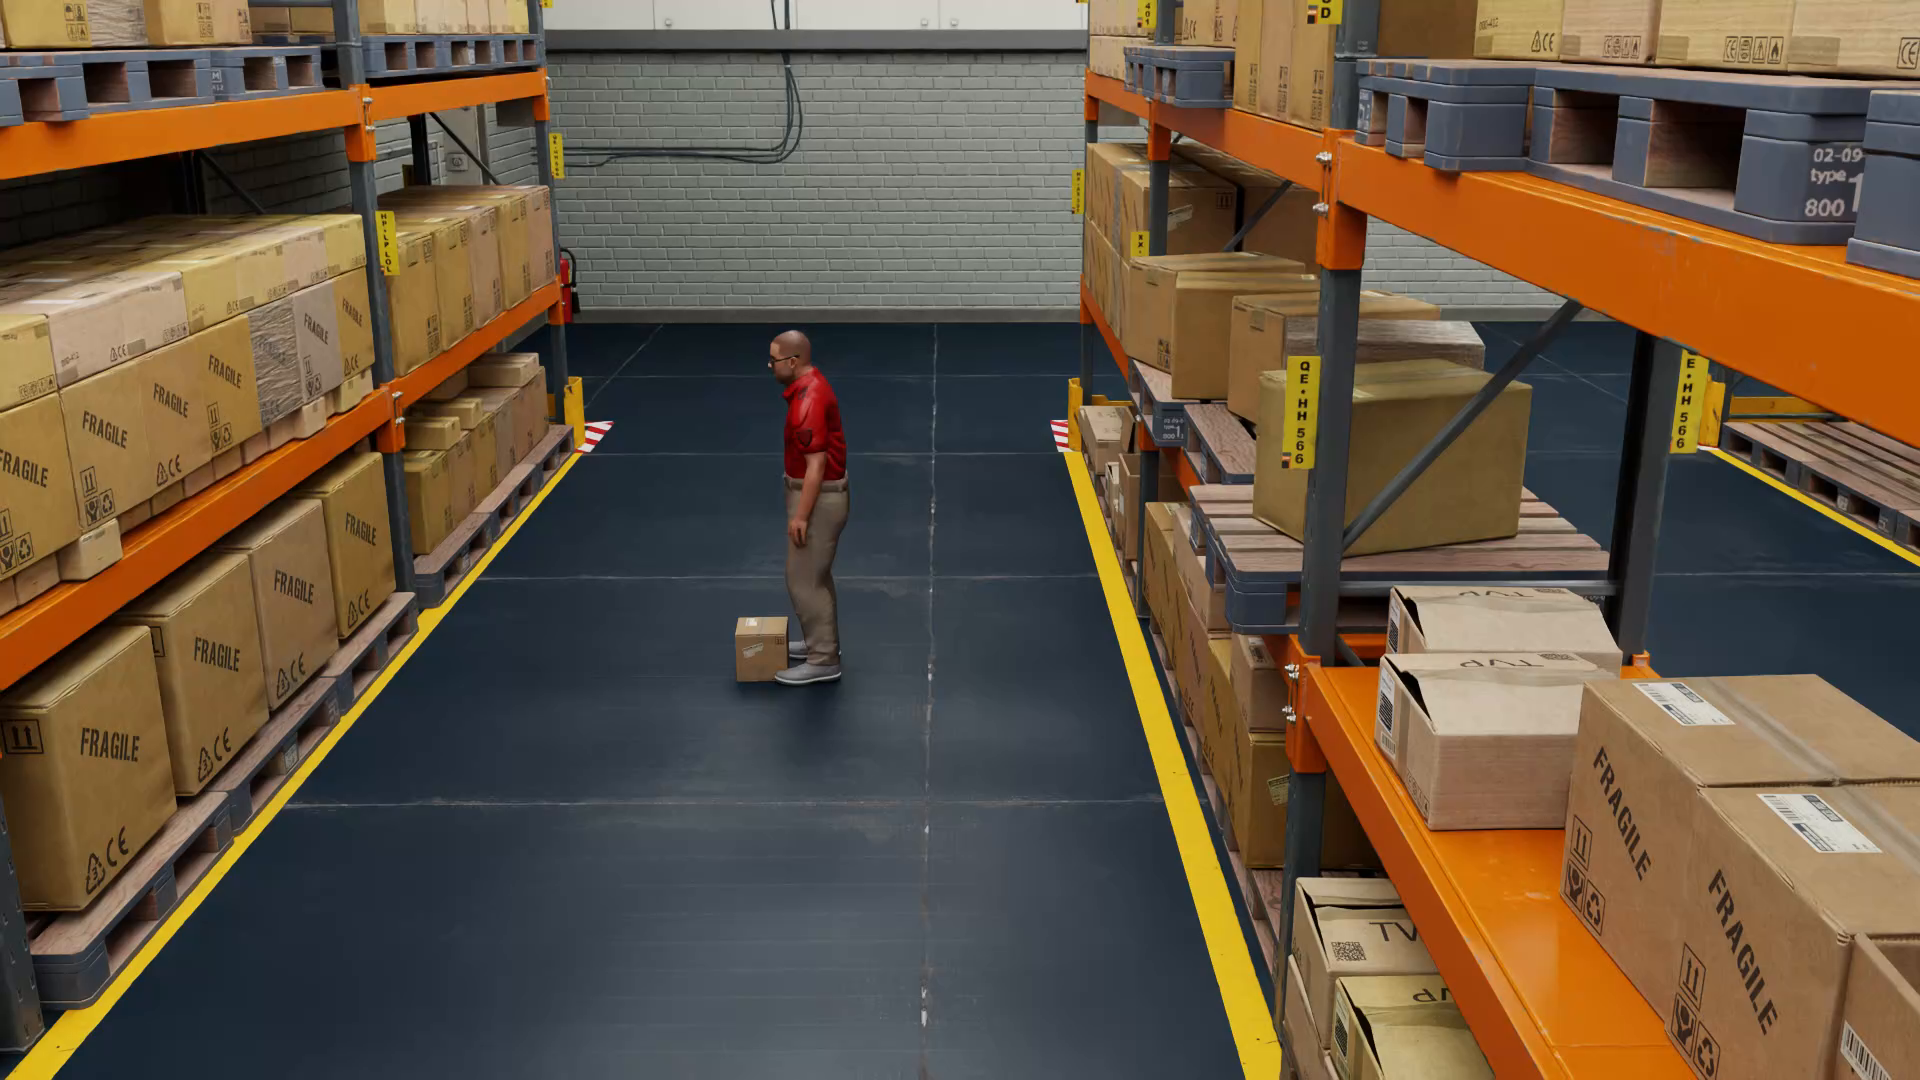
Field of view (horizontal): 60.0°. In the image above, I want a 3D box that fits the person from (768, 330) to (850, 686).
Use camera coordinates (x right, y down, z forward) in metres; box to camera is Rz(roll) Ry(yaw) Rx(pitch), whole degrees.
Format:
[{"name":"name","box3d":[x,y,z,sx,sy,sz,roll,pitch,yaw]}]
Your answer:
[{"name":"person","box3d":[-0.734,-0.125,8.126,0.389,1.638,0.587,0,17,-1]}]
